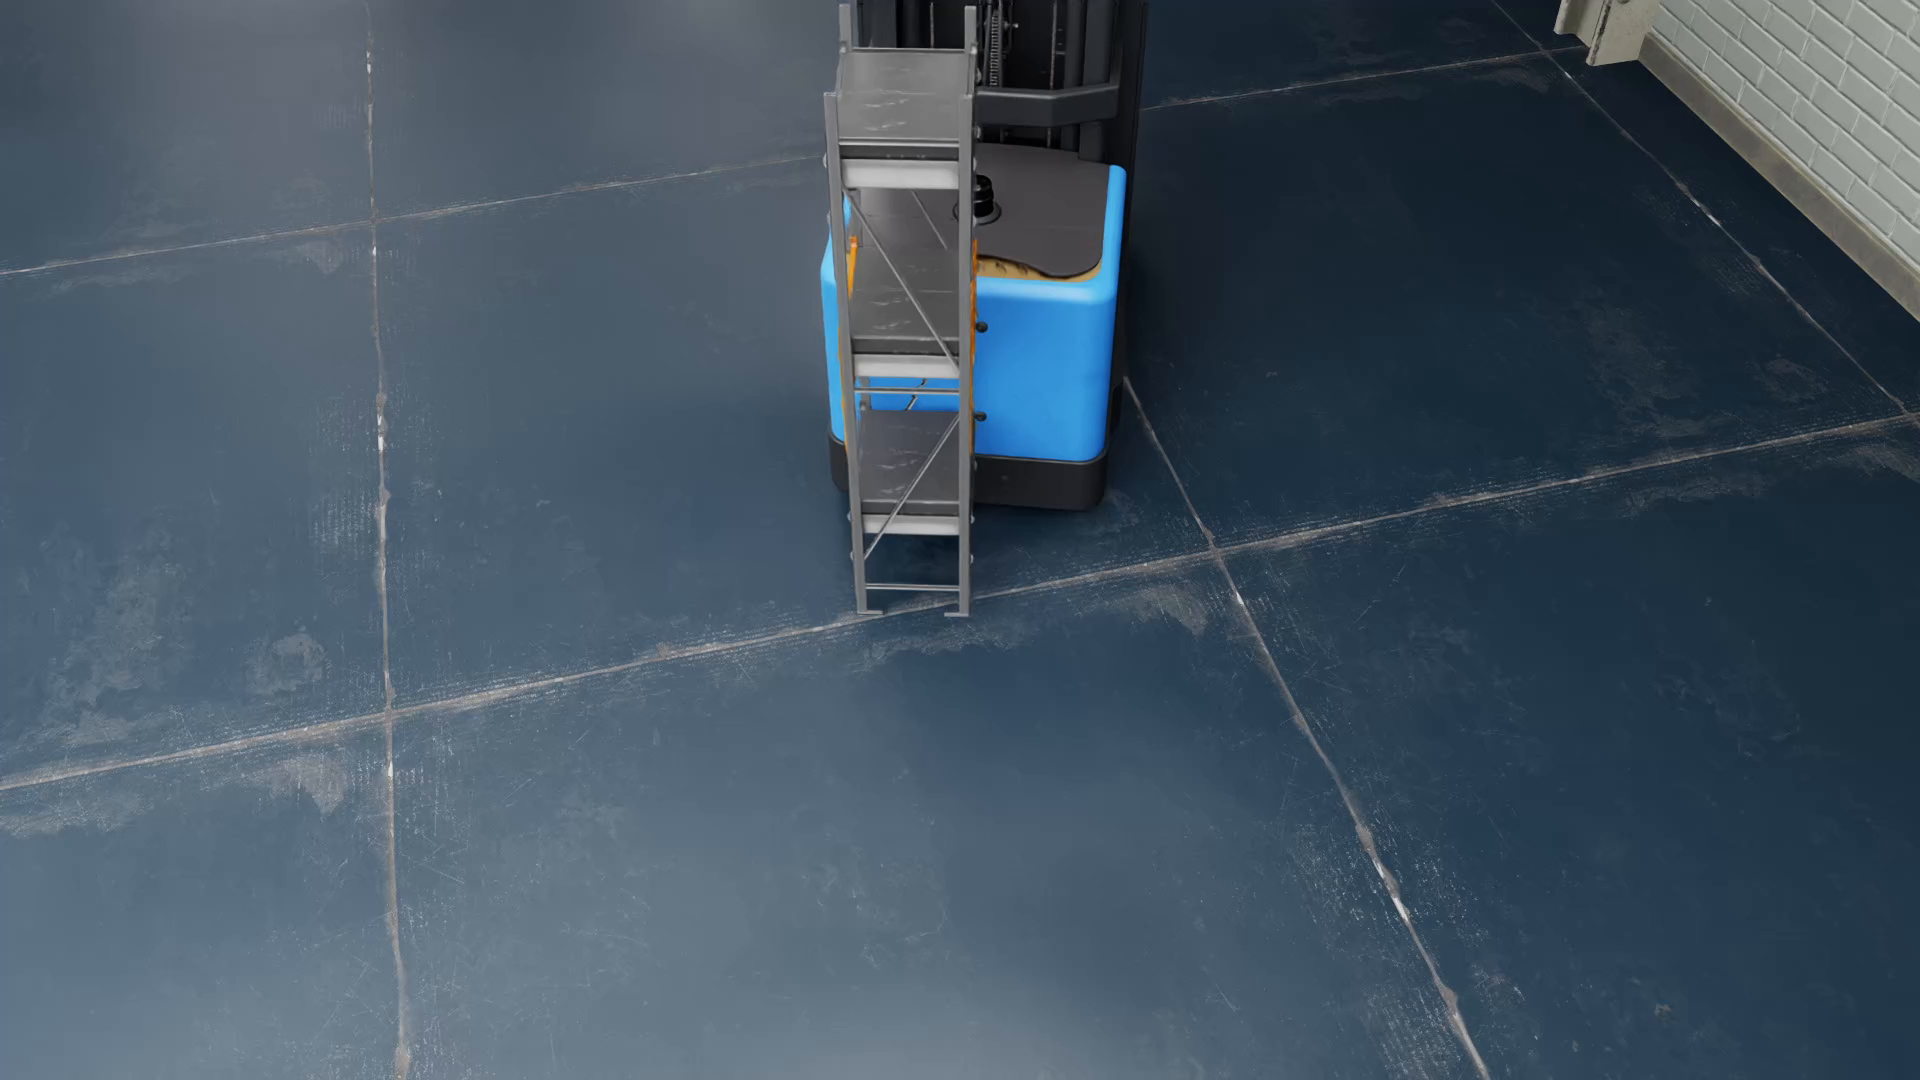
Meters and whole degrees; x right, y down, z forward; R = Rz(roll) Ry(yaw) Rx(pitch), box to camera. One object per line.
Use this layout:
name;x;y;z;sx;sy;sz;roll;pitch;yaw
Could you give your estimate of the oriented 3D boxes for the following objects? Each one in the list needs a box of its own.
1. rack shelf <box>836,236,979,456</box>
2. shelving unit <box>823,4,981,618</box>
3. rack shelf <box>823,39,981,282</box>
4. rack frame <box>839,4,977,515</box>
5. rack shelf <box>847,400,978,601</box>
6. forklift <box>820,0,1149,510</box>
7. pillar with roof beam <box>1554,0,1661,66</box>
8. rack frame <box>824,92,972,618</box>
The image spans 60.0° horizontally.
rack shelf;-0.160;-0.630;5.417;0.431;0.518;0.480;1;46;1
shelving unit;-0.160;-0.640;5.407;0.431;2.100;0.503;1;46;1
rack shelf;-0.160;-1.120;4.917;0.431;0.518;0.480;1;46;1
rack frame;-0.152;-0.814;5.578;0.400;2.100;0.015;1;46;1
rack shelf;-0.160;-0.141;5.917;0.431;0.518;0.480;1;46;1
forklift;0.186;-2.195;6.349;1.130;2.935;3.031;5;46;5
pillar with roof beam;-0.774;-4.999;4.848;9.100;9.000;0.400;-11;47;-10
rack frame;-0.168;-0.466;5.236;0.400;2.100;0.015;1;46;1
